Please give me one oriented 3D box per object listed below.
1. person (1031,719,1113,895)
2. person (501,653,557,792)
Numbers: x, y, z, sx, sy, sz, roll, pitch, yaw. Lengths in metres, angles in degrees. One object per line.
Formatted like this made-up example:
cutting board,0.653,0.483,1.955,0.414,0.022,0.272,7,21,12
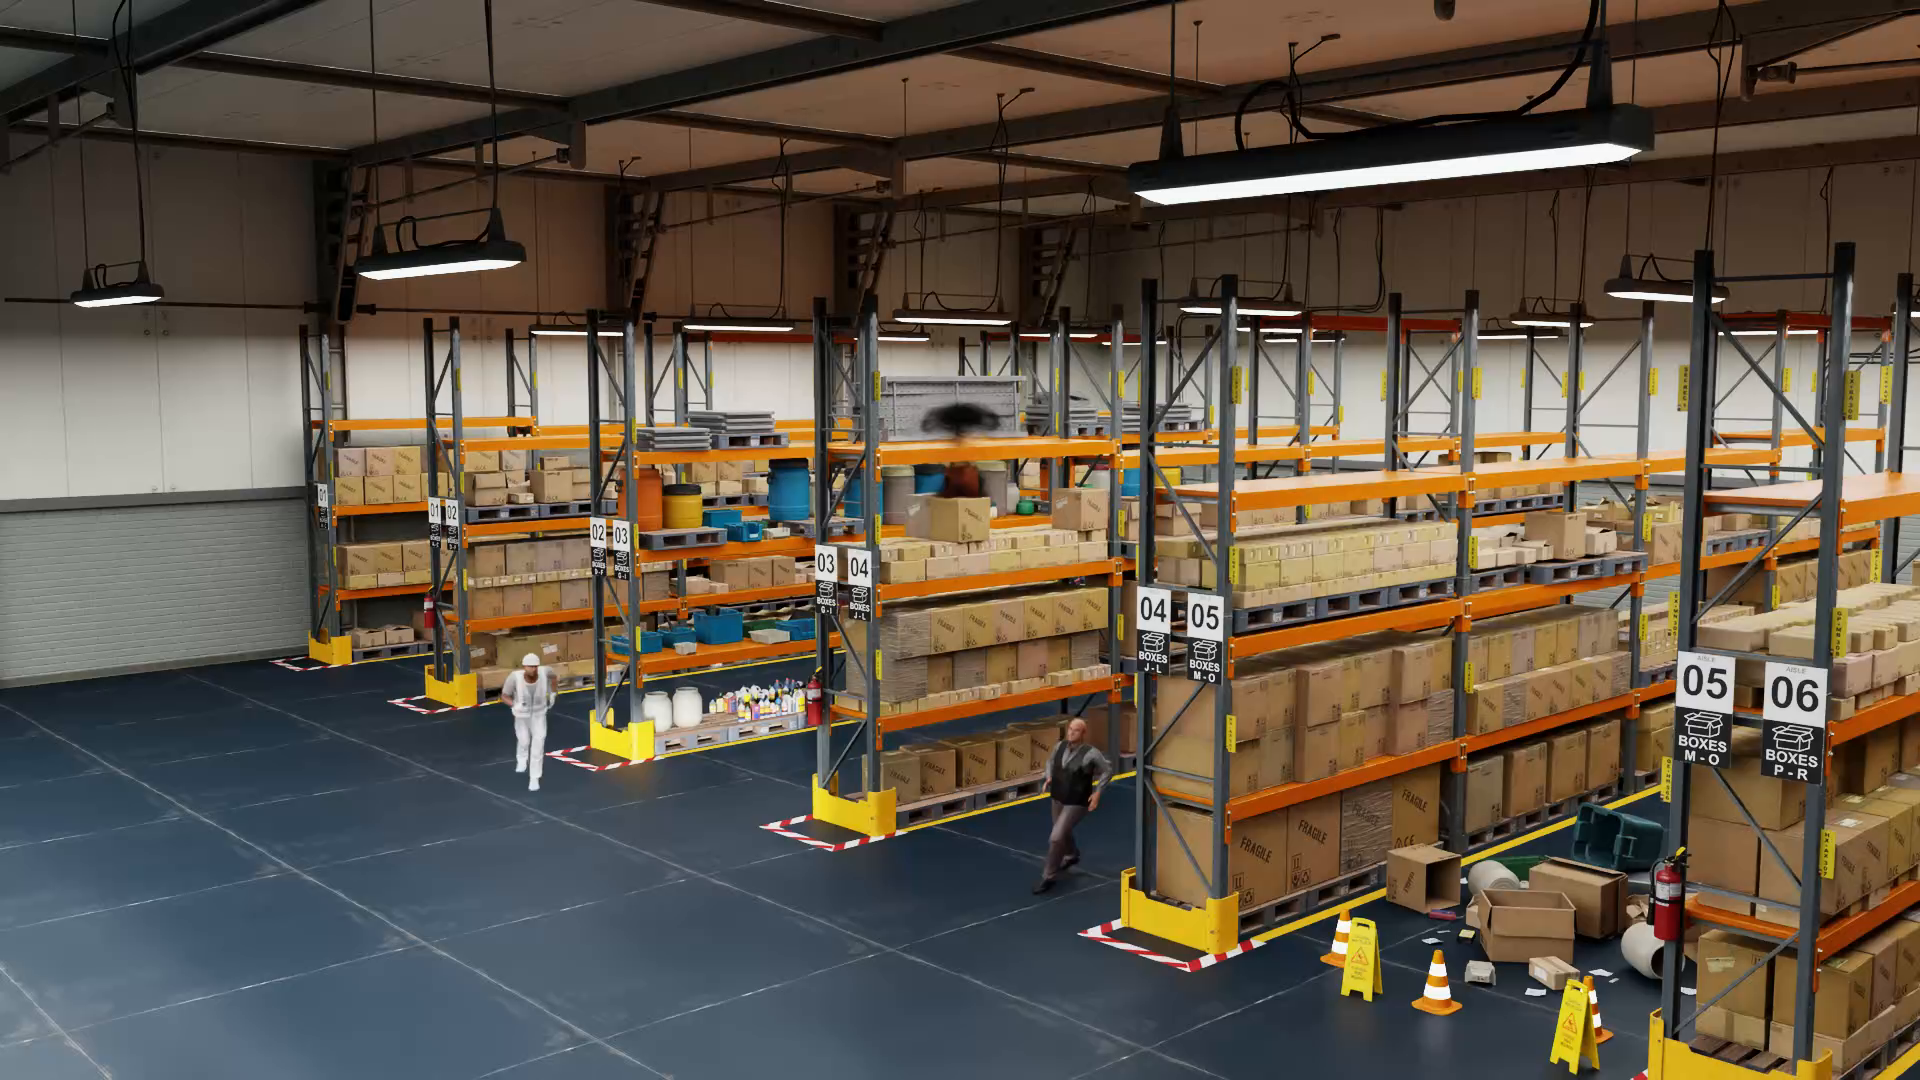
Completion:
person,1.101,2.645,16.637,0.743,1.738,0.845,6,8,44
person,-5.429,2.229,20.926,0.721,1.734,1.039,-3,6,-24
